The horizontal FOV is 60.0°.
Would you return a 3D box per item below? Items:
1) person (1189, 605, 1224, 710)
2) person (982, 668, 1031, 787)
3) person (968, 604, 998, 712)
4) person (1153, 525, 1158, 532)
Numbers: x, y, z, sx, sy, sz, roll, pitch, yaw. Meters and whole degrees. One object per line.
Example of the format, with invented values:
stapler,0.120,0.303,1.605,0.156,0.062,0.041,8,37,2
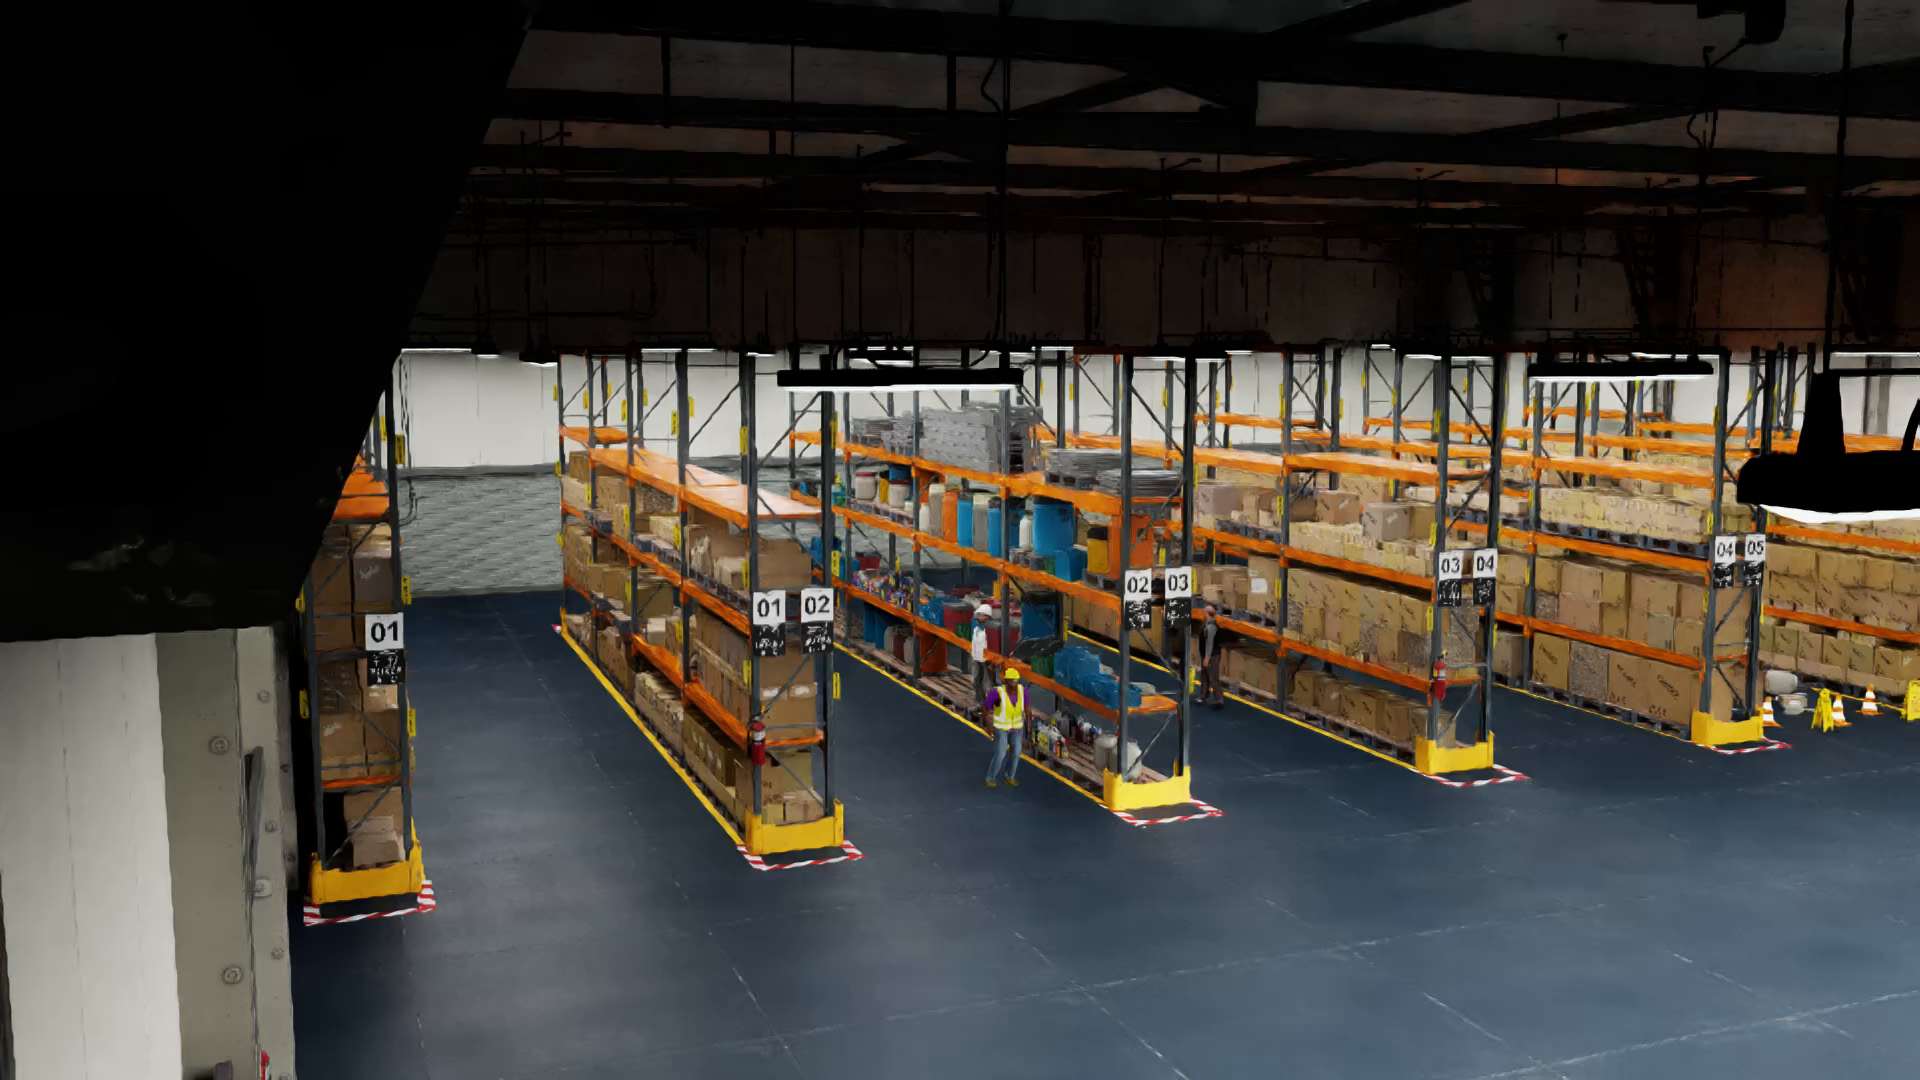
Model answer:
person,4.136,1.938,27.821,0.581,1.718,0.641,0,7,4
person,0.656,2.585,22.930,0.719,1.714,0.578,-3,8,-23
person,0.429,1.891,26.566,0.483,1.764,0.598,-5,9,-34
person,4.564,0.442,39.885,0.678,1.676,0.525,-3,8,-21
